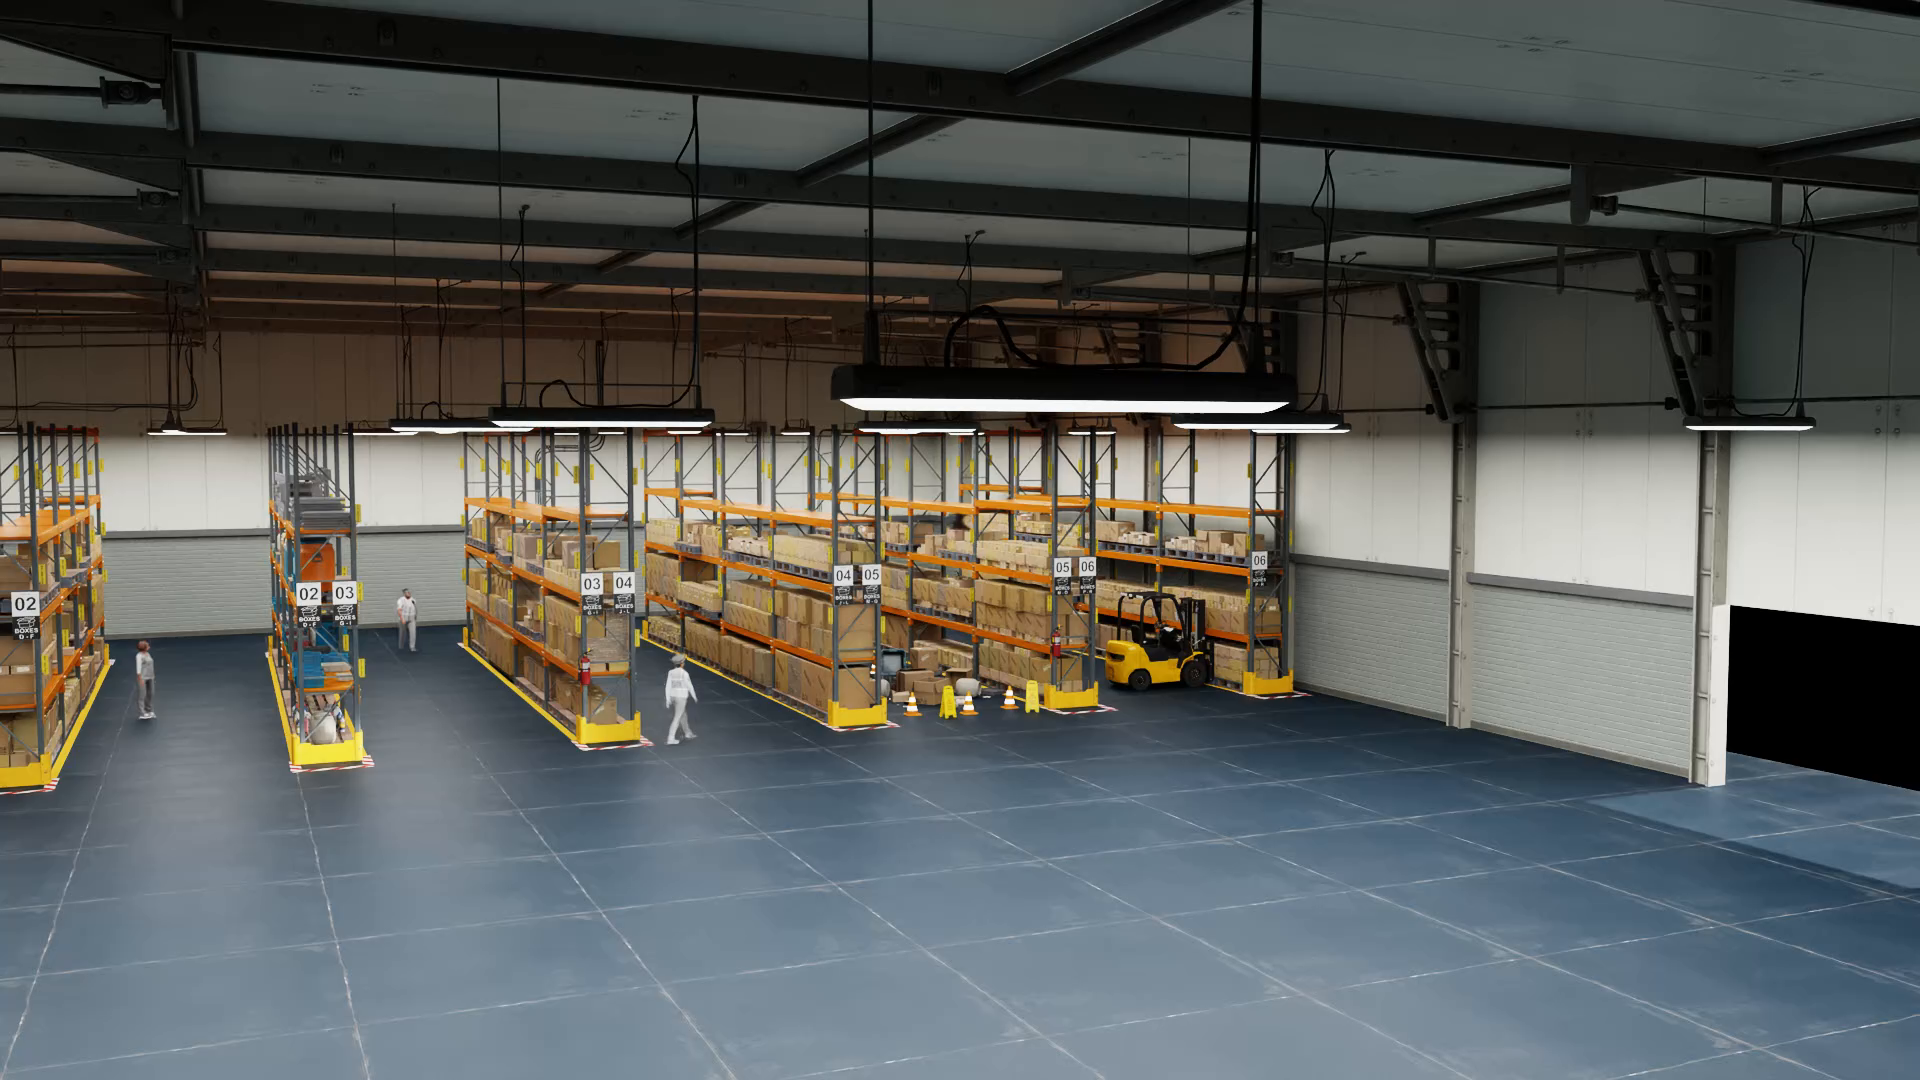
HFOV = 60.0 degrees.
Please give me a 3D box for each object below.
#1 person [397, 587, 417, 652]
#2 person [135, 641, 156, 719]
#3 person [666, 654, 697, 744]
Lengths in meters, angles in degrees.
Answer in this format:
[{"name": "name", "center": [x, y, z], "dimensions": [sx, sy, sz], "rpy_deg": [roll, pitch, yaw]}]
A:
[{"name": "person", "center": [-14.857, 2.130, 44.664], "dimensions": [0.516, 1.729, 0.996], "rpy_deg": [-2, 4, -30]}, {"name": "person", "center": [-16.653, 2.860, 33.996], "dimensions": [0.365, 1.627, 0.492], "rpy_deg": [1, 4, 17]}, {"name": "person", "center": [-5.191, 2.965, 31.243], "dimensions": [0.483, 1.660, 0.842], "rpy_deg": [3, 5, 44]}]
